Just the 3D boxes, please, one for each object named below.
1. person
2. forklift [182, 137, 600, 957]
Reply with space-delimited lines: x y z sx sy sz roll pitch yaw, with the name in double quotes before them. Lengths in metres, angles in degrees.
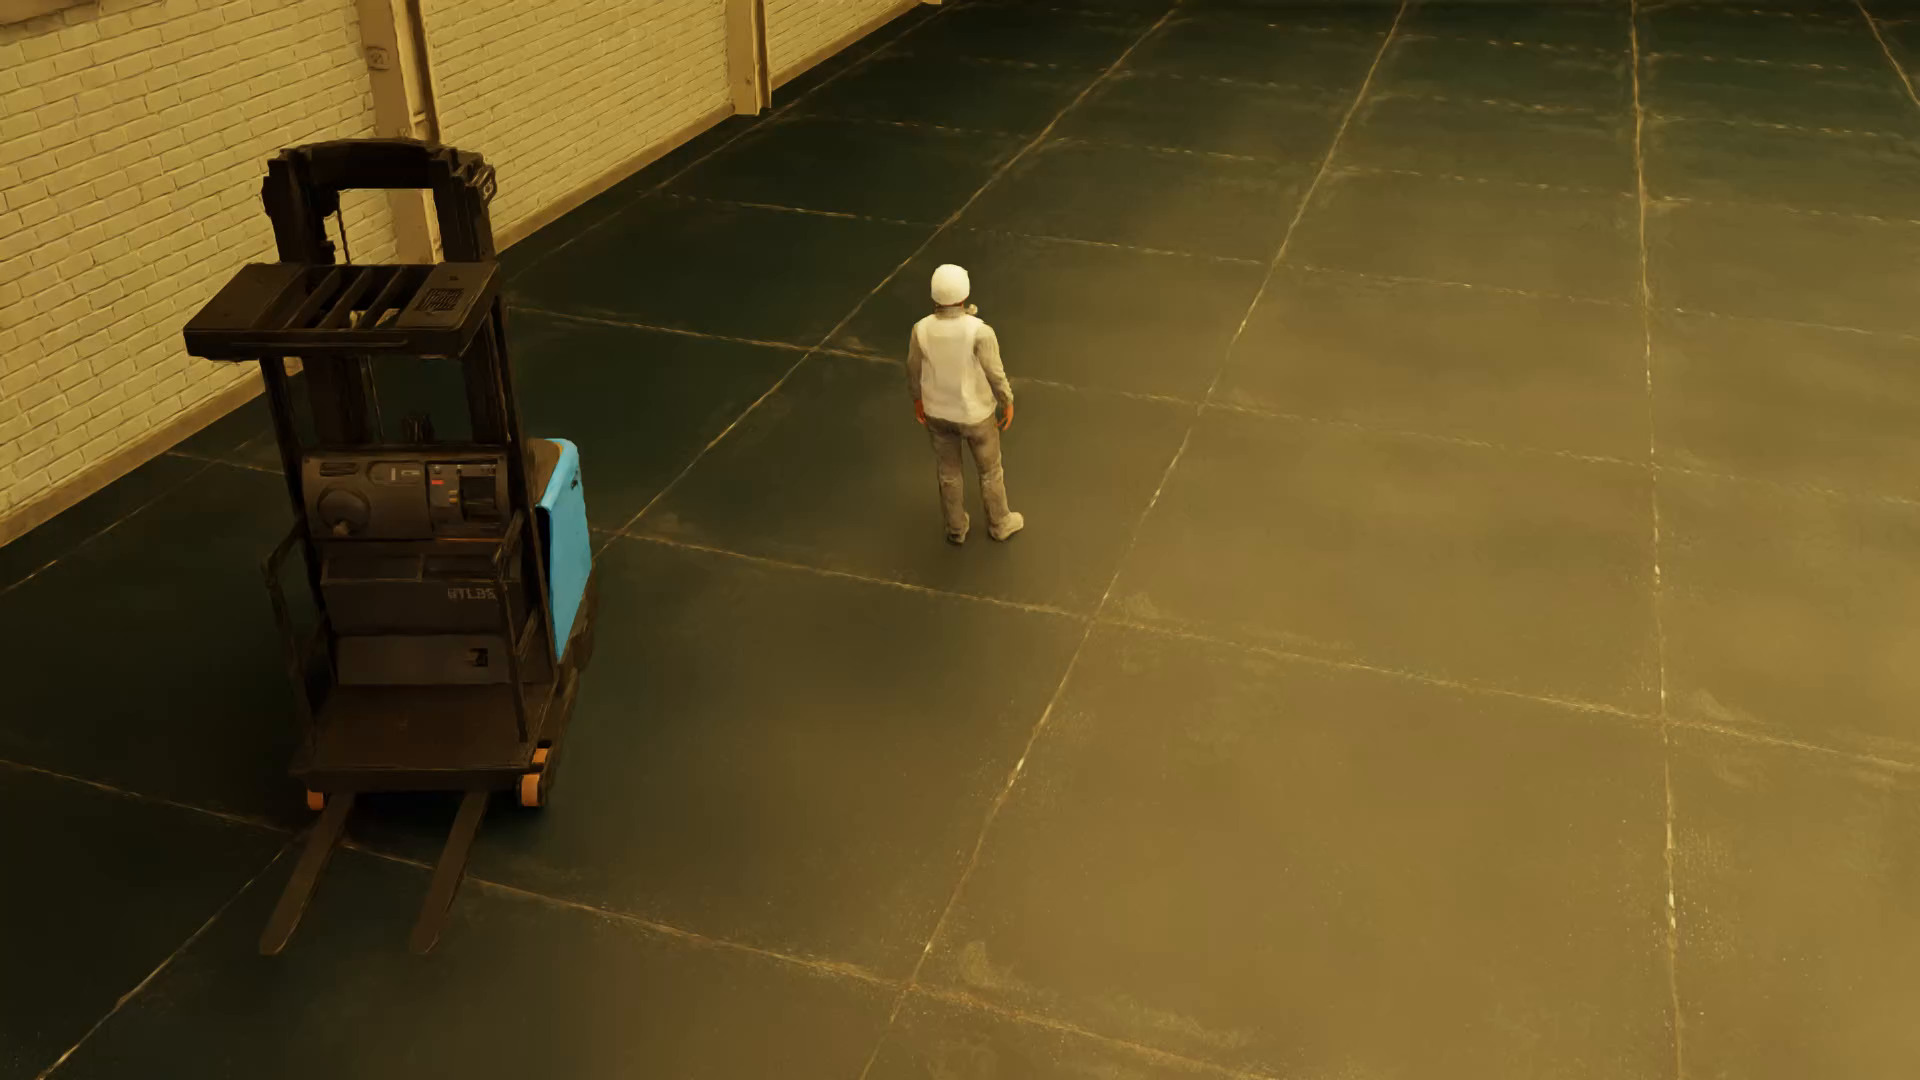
"person" 0.028 -0.805 9.702 0.632 1.773 0.567 10 31 16
"forklift" -2.521 -0.157 7.411 1.130 2.935 3.031 -1 30 -1
